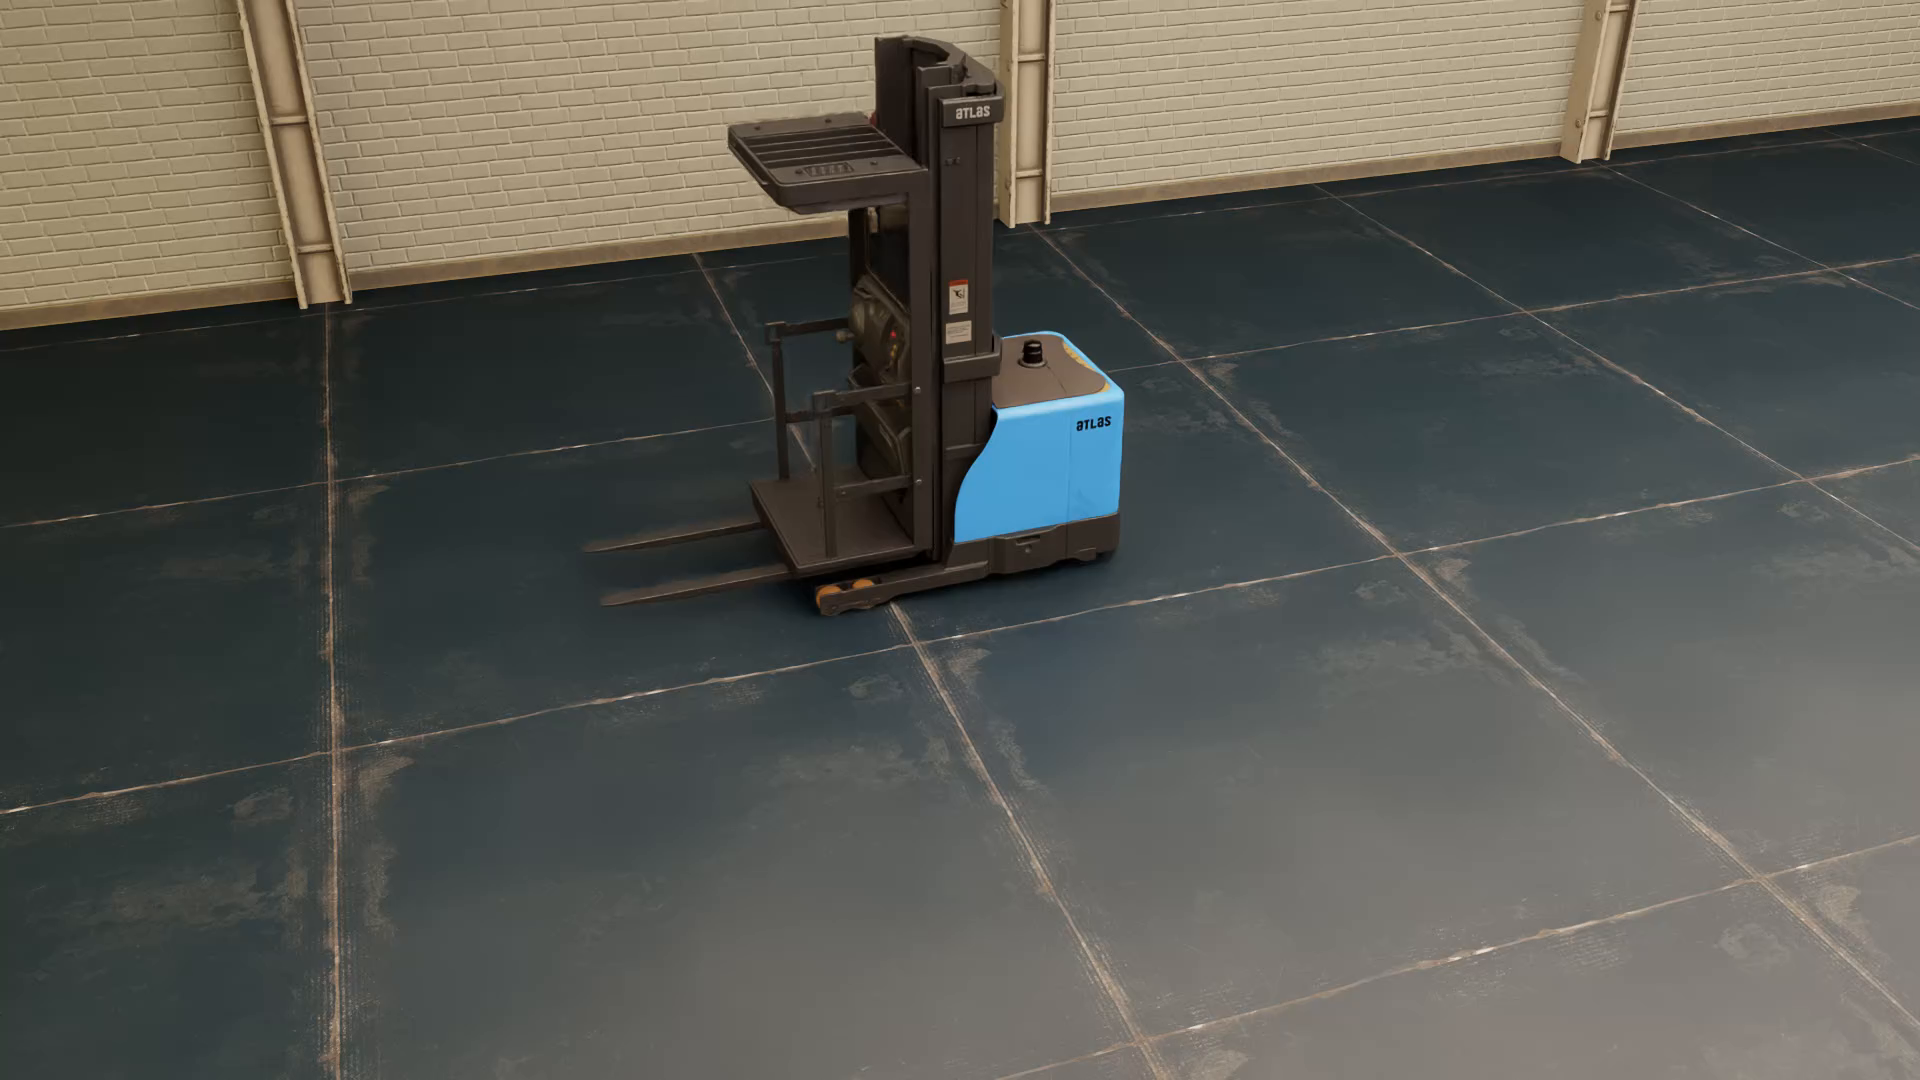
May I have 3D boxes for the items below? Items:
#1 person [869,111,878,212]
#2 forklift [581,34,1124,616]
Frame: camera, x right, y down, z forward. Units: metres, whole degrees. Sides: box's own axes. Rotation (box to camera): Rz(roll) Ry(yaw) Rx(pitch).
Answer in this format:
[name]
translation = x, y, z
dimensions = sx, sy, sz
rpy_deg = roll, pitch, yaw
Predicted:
[person]
translation = -0.374, -2.825, 13.193
dimensions = 0.905, 1.748, 0.430
rpy_deg = 0, 30, 1
[forklift]
translation = -0.631, -1.144, 9.075
dimensions = 3.031, 2.935, 1.130
rpy_deg = -11, 32, -18
